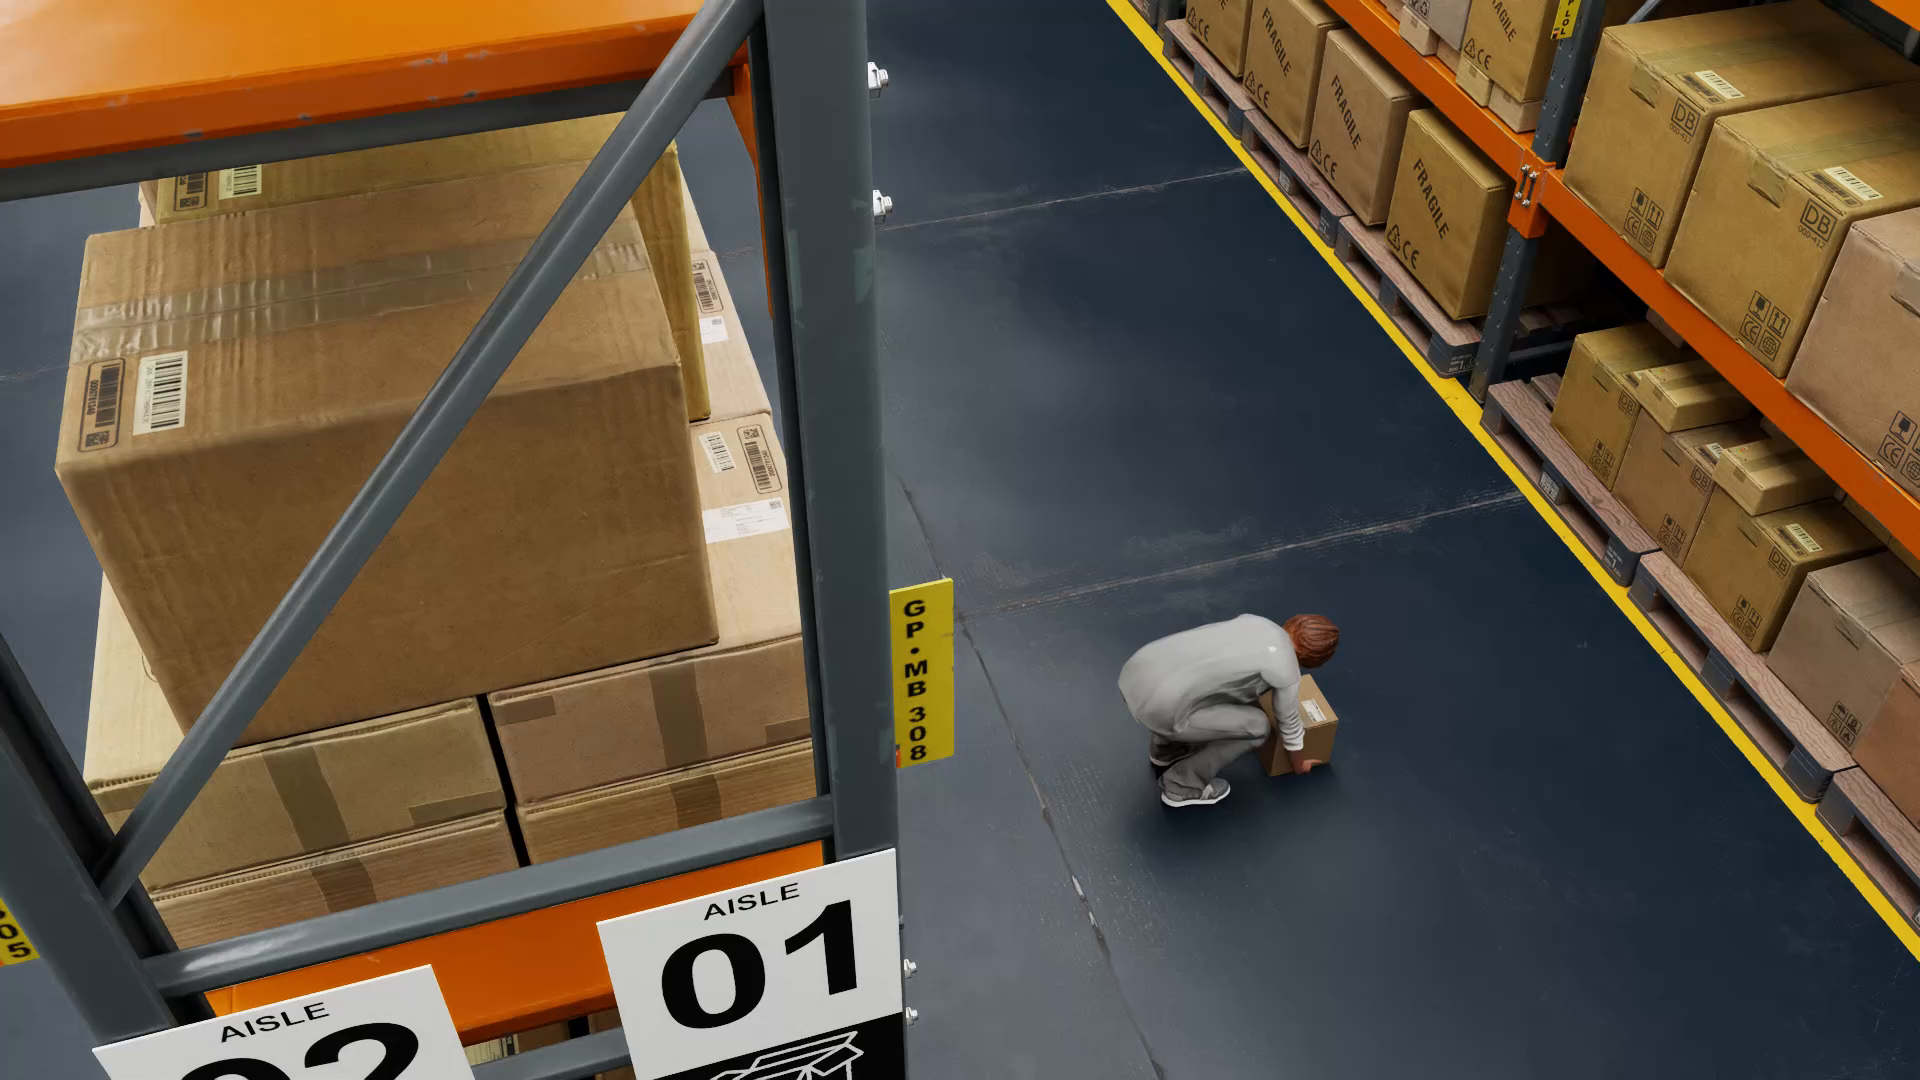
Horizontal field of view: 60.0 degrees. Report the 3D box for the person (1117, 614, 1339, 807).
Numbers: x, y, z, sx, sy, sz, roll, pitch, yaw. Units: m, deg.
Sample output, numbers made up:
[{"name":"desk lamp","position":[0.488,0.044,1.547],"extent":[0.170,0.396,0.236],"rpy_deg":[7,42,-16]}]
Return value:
[{"name":"person","position":[0.990,0.608,6.162],"extent":[0.873,0.760,0.419],"rpy_deg":[-13,44,-14]}]
